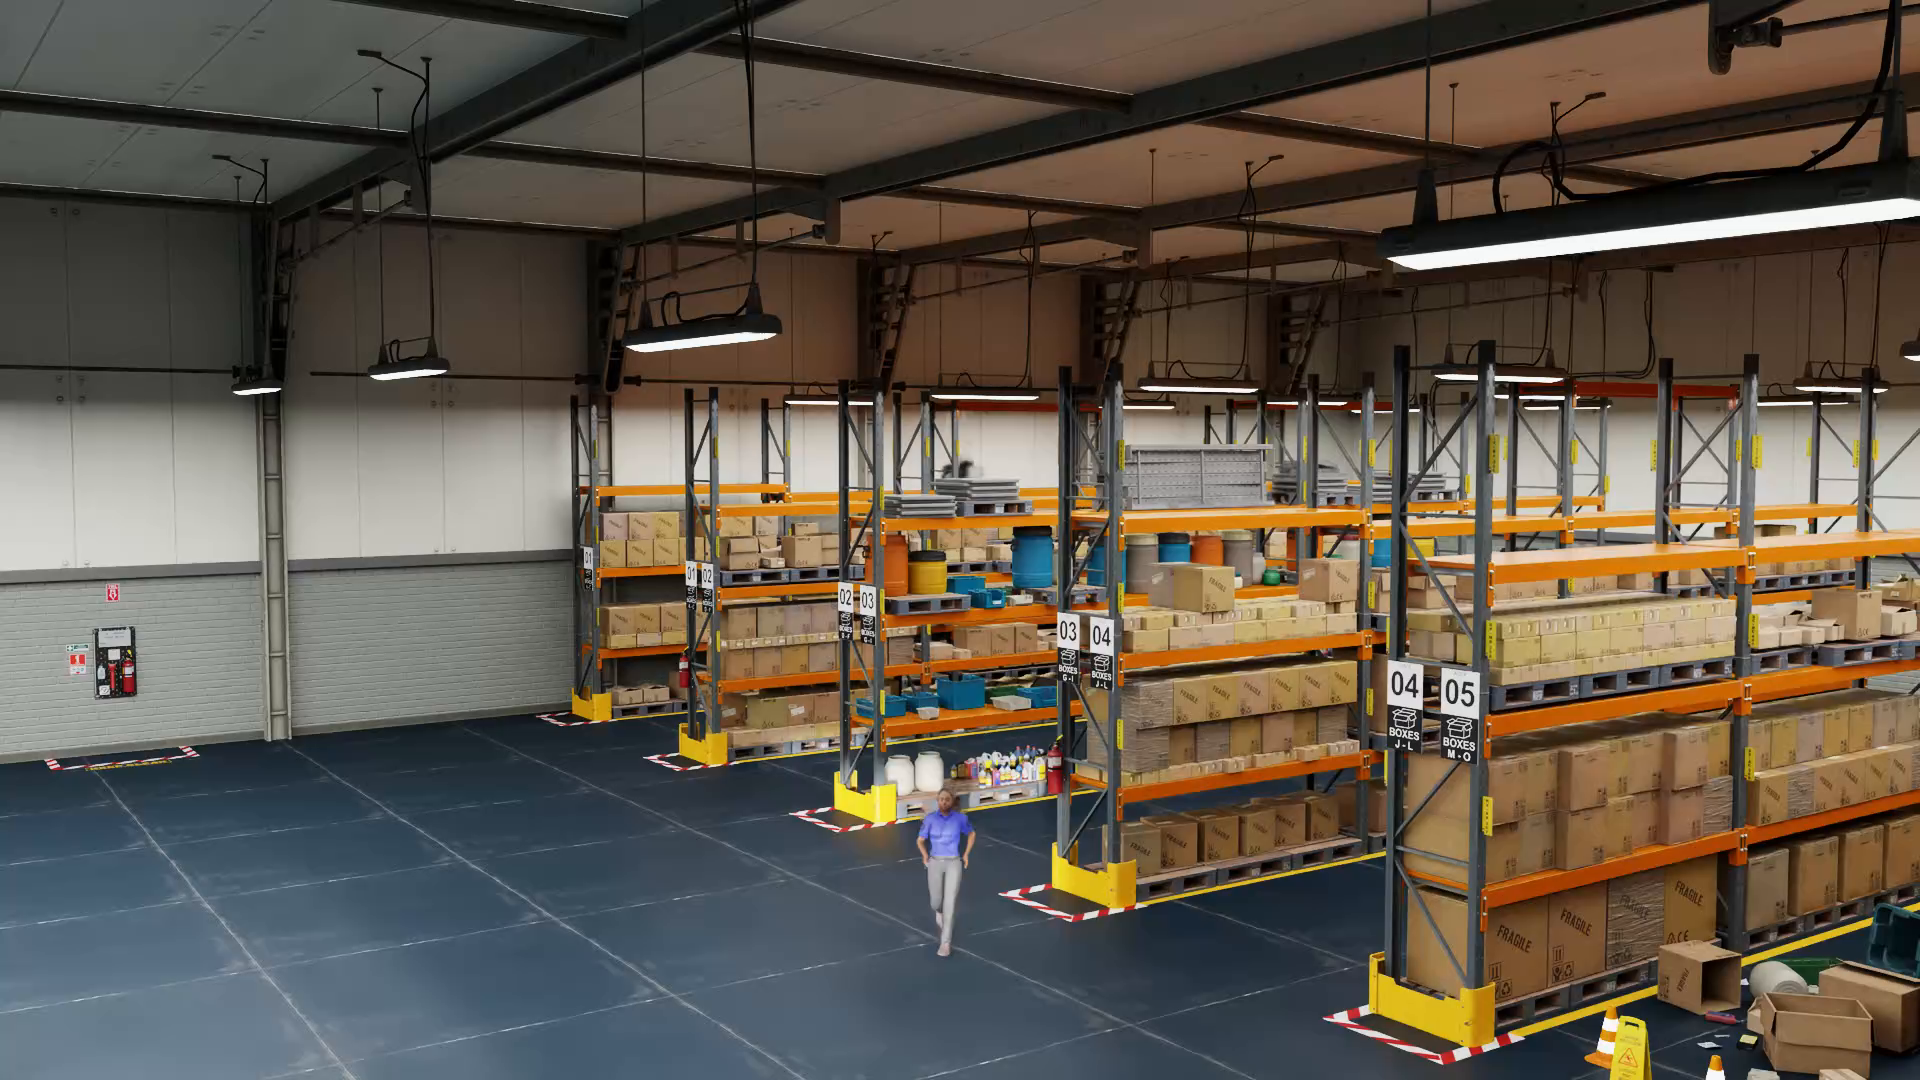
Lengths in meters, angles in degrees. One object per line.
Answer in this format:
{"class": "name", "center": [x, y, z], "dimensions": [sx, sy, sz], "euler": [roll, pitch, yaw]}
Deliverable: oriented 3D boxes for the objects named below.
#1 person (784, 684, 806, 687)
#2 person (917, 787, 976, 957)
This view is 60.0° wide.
{"class": "person", "center": [-2.824, 2.478, 29.542], "dimensions": [0.987, 1.810, 0.686], "euler": [-3, 4, -37]}
{"class": "person", "center": [-0.141, 3.341, 16.971], "dimensions": [0.598, 1.626, 0.801], "euler": [0, 3, 3]}
